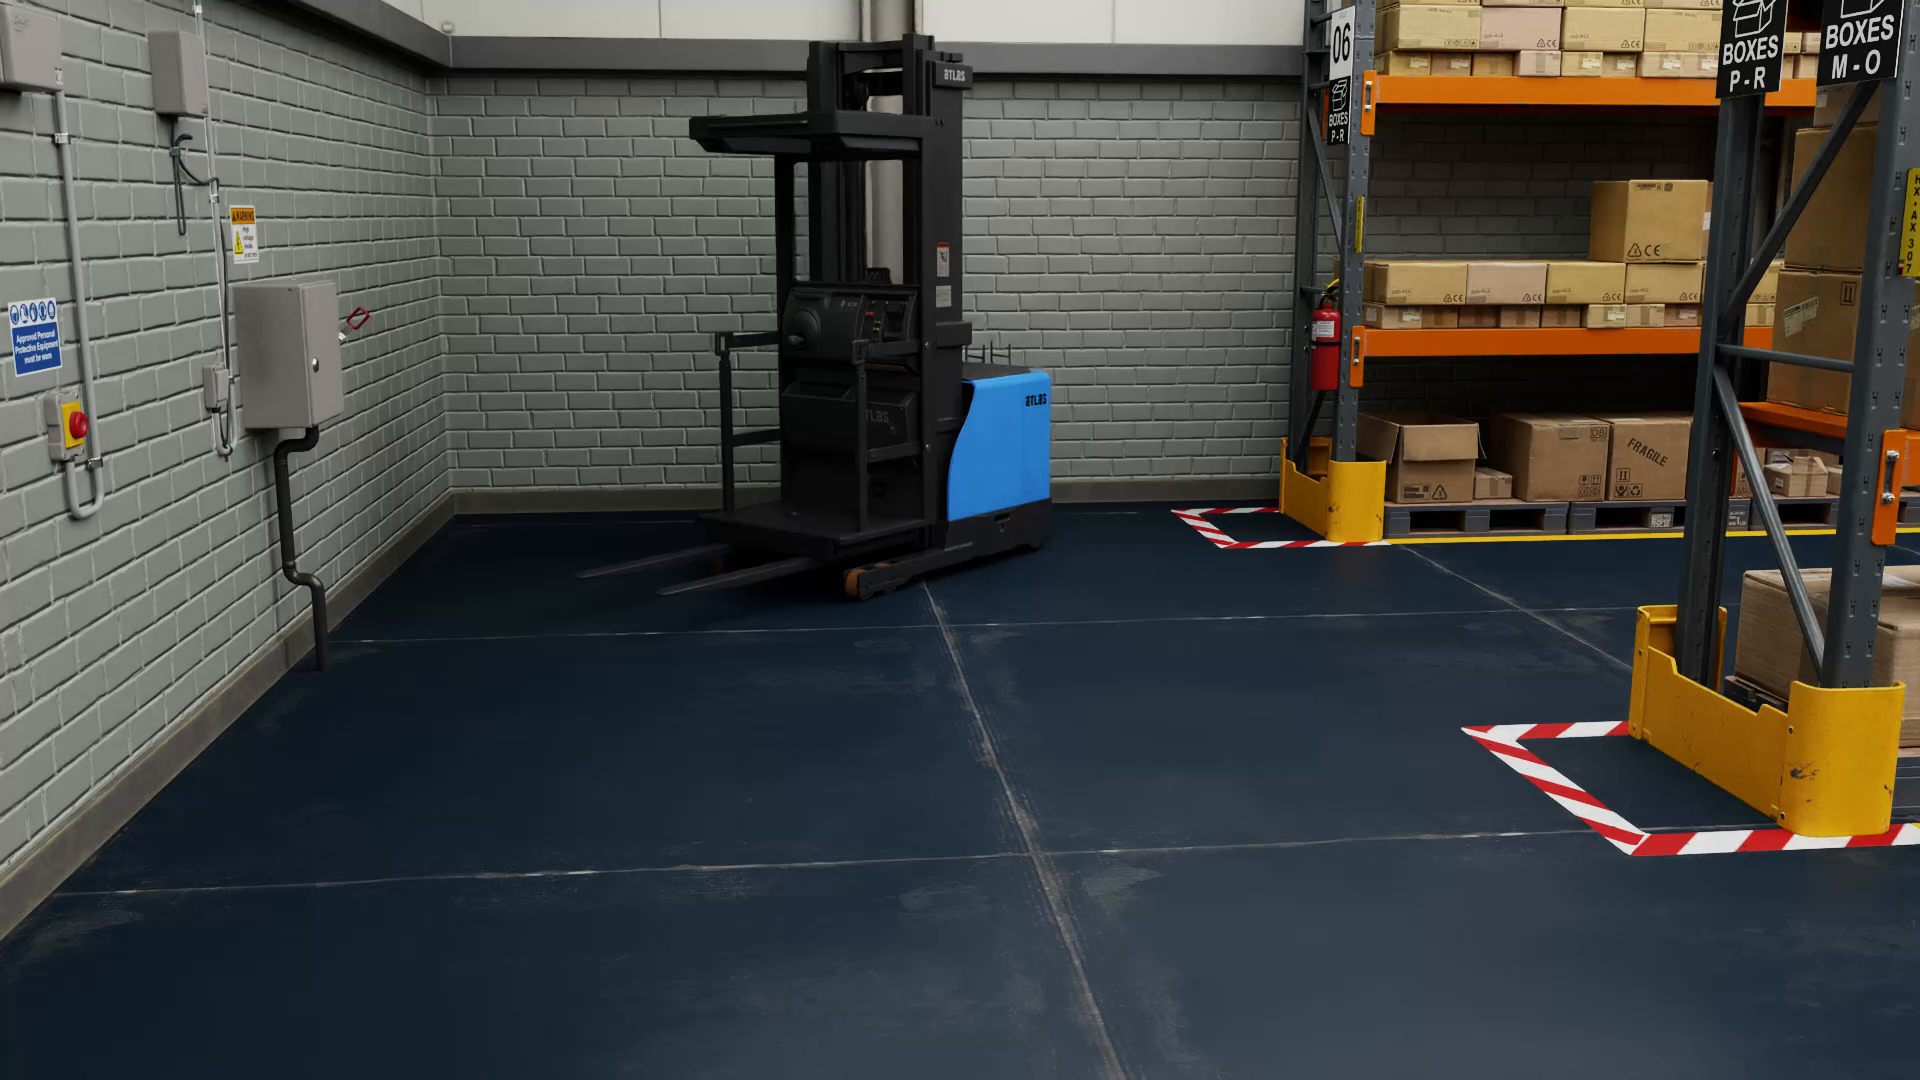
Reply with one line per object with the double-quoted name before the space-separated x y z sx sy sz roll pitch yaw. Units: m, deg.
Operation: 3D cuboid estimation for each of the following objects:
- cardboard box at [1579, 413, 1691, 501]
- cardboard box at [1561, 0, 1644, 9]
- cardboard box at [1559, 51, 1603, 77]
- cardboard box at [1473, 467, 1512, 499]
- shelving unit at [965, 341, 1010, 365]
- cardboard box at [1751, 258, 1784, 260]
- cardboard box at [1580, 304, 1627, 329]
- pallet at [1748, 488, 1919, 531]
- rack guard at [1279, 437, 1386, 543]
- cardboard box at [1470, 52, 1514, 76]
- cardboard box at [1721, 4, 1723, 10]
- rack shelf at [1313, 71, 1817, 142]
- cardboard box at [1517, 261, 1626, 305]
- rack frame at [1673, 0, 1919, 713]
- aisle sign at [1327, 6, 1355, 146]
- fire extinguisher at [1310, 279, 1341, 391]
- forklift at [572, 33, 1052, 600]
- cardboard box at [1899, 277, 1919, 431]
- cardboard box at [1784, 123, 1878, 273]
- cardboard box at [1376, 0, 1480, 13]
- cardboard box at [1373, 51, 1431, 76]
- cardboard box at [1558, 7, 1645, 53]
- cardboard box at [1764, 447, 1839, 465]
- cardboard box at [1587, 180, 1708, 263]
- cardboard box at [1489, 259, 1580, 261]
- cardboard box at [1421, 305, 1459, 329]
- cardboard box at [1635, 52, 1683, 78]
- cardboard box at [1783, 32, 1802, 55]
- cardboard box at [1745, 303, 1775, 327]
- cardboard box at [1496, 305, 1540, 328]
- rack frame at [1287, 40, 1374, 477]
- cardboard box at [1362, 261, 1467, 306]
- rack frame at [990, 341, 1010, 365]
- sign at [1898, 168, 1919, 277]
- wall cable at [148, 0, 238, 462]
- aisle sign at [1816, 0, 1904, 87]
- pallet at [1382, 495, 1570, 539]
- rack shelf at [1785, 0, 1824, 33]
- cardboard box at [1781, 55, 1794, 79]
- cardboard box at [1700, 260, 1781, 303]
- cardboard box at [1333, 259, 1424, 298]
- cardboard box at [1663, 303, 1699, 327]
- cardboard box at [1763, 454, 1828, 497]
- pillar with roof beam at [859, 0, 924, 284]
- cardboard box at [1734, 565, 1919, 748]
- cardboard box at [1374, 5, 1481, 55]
"cardboard box" 4.337 -0.543 10.748 0.500 0.500 0.500 -1 11 -5
"cardboard box" 3.802 -3.338 10.116 0.500 0.250 0.500 -1 11 -7
"cardboard box" 3.703 -2.883 10.130 0.250 0.149 0.380 -1 11 -6
"cardboard box" 3.373 -0.370 10.778 0.250 0.149 0.380 -2 11 -8
"shelving unit" 0.175 -0.648 10.552 0.189 1.200 0.258 -6 13 -28
"cardboard box" 5.286 -1.753 11.124 0.500 0.250 0.500 -1 11 -7
"cardboard box" 3.971 -1.415 10.443 0.250 0.149 0.380 -2 11 -8
"pallet" 5.622 -0.268 11.185 1.213 0.211 1.003 -1 11 -6
"rack guard" 2.404 -0.342 10.813 0.348 0.500 1.175 -1 11 -6
"cardboard box" 3.185 -2.890 10.169 0.250 0.149 0.380 -1 11 -6
"cardboard box" 4.821 -3.362 10.240 0.500 0.250 0.500 -1 11 -5
"rack shelf" 4.317 -2.728 10.556 4.000 0.370 1.077 -1 11 -6
"cardboard box" 3.813 -1.619 10.445 0.500 0.250 0.500 -1 11 -7
"rack frame" 2.868 -0.615 5.722 0.127 3.000 1.000 -1 11 -6
"aisle sign" 2.292 -2.785 10.019 0.004 0.787 0.394 -1 11 -6
"fire extinguisher" 2.232 -1.255 10.141 0.183 0.674 0.296 -1 11 -6
"forklift" -0.743 -1.229 9.021 1.130 2.935 3.031 9 14 37
"cardboard box" 3.376 -0.619 5.483 0.500 0.500 0.500 -1 11 -7
"cardboard box" 3.322 -1.211 5.899 0.500 0.500 0.500 -1 11 -4
"cardboard box" 2.797 -3.318 10.014 0.500 0.250 0.500 -1 11 -7
"cardboard box" 2.670 -2.878 10.106 0.250 0.149 0.380 -1 11 -5
"cardboard box" 3.812 -3.091 10.157 0.500 0.250 0.500 -2 11 -8
"cardboard box" 5.623 -0.569 11.367 0.500 0.311 0.500 -1 11 -4
"cardboard box" 4.300 -1.997 10.422 0.500 0.500 0.500 -1 11 -5
"cardboard box" 3.763 -1.720 10.958 0.500 0.250 0.500 -1 11 -4
"cardboard box" 2.933 -1.412 10.427 0.250 0.149 0.380 -1 11 -5
"cardboard box" 4.205 -2.891 10.173 0.250 0.149 0.380 -1 11 -6
"cardboard box" 4.826 -3.115 10.280 0.500 0.250 0.500 -1 11 -5
"cardboard box" 4.988 -1.442 10.576 0.250 0.149 0.380 -1 11 -7
"cardboard box" 3.448 -1.418 10.456 0.250 0.149 0.380 -1 11 -4
"rack frame" 2.328 -1.567 10.564 0.127 3.000 1.000 -1 11 -6
"cardboard box" 2.809 -1.597 10.335 0.500 0.250 0.500 -1 11 -6
"rack frame" 0.255 -0.656 10.596 0.006 1.200 0.240 -6 13 -28
"sign" 2.922 -0.972 5.089 0.005 0.325 0.100 -1 11 -6
"wall cable" -2.900 -1.264 6.386 0.122 1.984 0.588 -1 11 -6
"aisle sign" 2.828 -1.834 5.181 0.004 0.787 0.394 -1 11 -6
"pallet" 3.196 -0.217 10.926 1.213 0.211 1.003 -1 11 -6
"rack shelf" 4.856 -1.776 5.714 4.000 0.370 1.077 -1 11 -6
"cardboard box" 4.954 -2.922 10.332 0.250 0.149 0.380 -1 11 -4
"cardboard box" 4.831 -1.644 10.574 0.500 0.250 0.500 -1 11 -6
"cardboard box" 2.757 -1.700 10.857 0.500 0.250 0.500 -1 11 -4
"cardboard box" 4.479 -1.443 10.586 0.250 0.149 0.380 -1 11 -6
"cardboard box" 5.428 -0.440 10.827 0.258 0.266 0.396 -1 11 -4
"pillar with roof beam" 0.015 -3.802 6.379 0.400 9.000 9.100 -1 11 -6
"cardboard box" 3.513 0.403 6.096 0.875 0.438 0.875 -2 11 -8
"cardboard box" 2.799 -3.068 10.041 0.500 0.250 0.500 -1 11 -7
